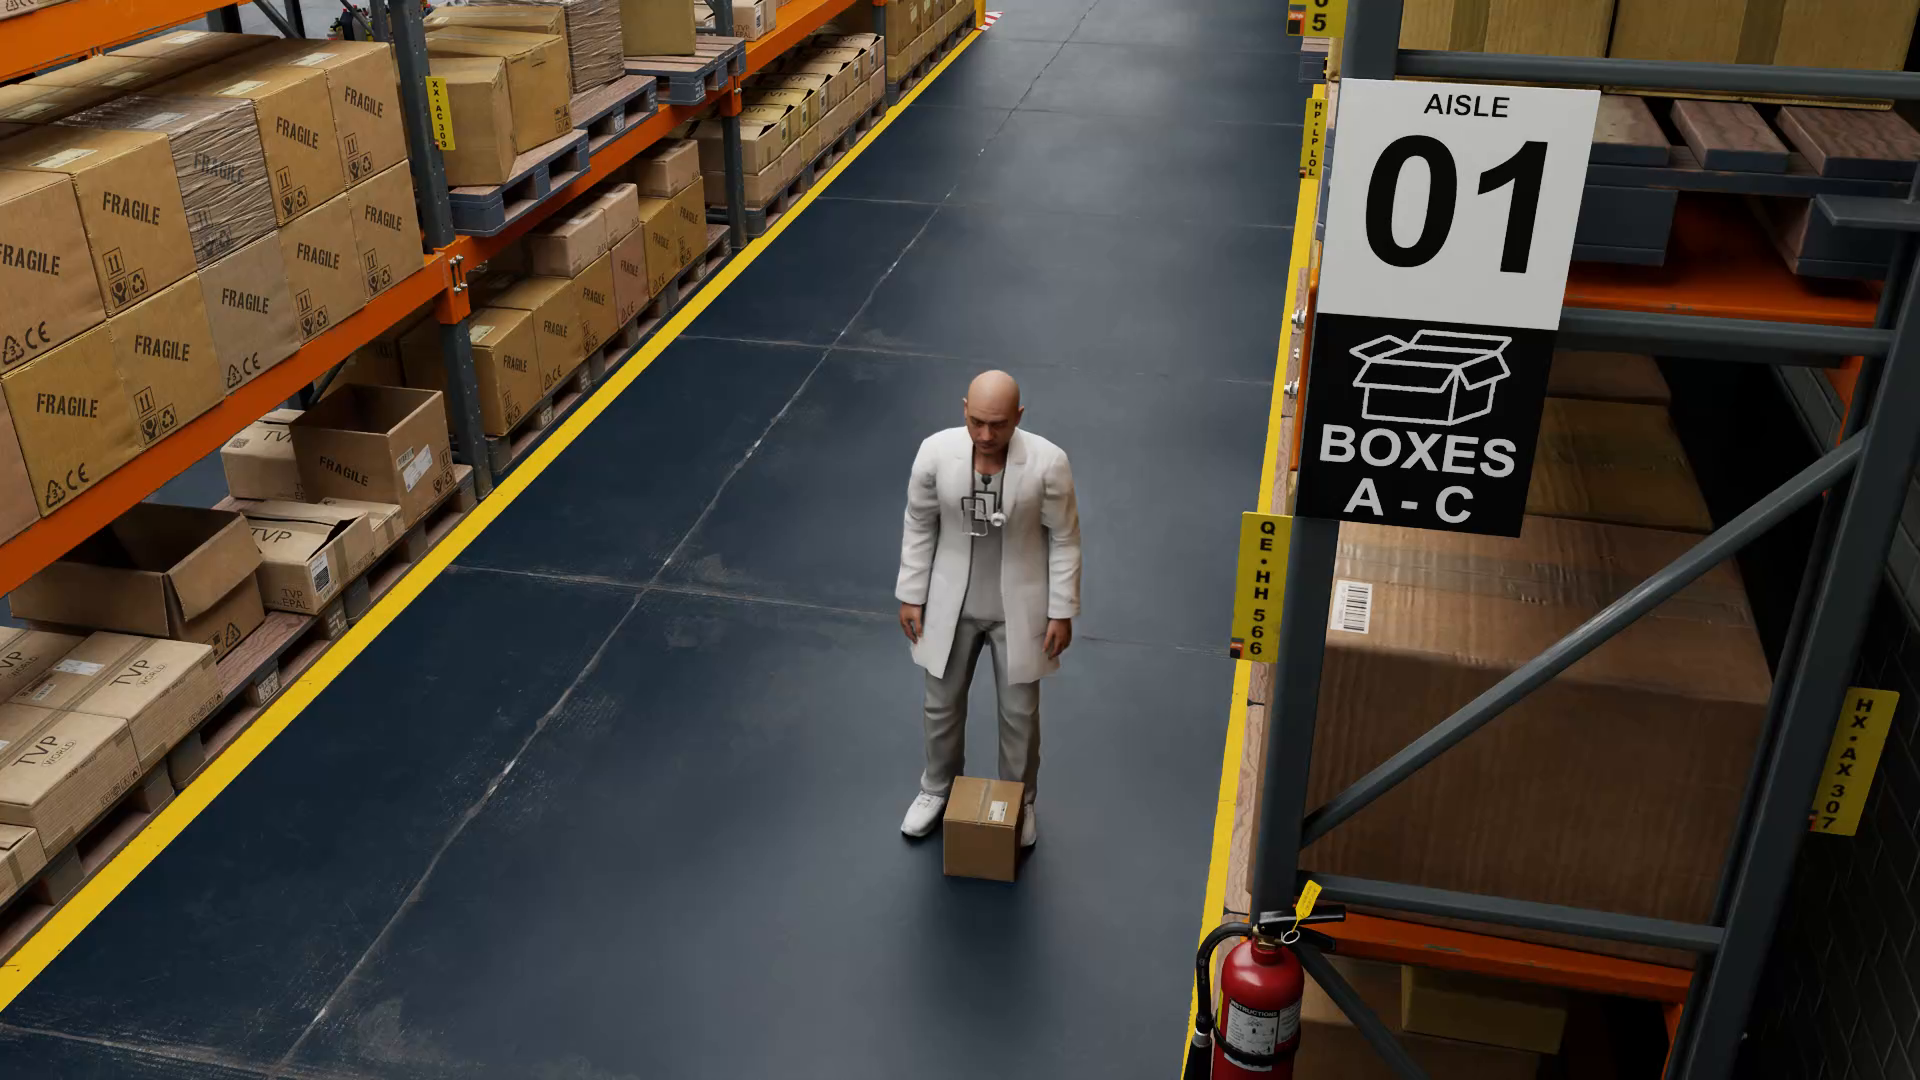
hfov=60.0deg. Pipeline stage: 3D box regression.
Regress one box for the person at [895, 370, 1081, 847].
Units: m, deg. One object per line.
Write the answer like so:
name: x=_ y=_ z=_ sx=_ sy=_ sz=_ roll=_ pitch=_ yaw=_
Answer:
person: x=0.095 y=0.232 z=5.710 sx=0.643 sy=1.774 sz=0.426 roll=5 pitch=29 yaw=10
